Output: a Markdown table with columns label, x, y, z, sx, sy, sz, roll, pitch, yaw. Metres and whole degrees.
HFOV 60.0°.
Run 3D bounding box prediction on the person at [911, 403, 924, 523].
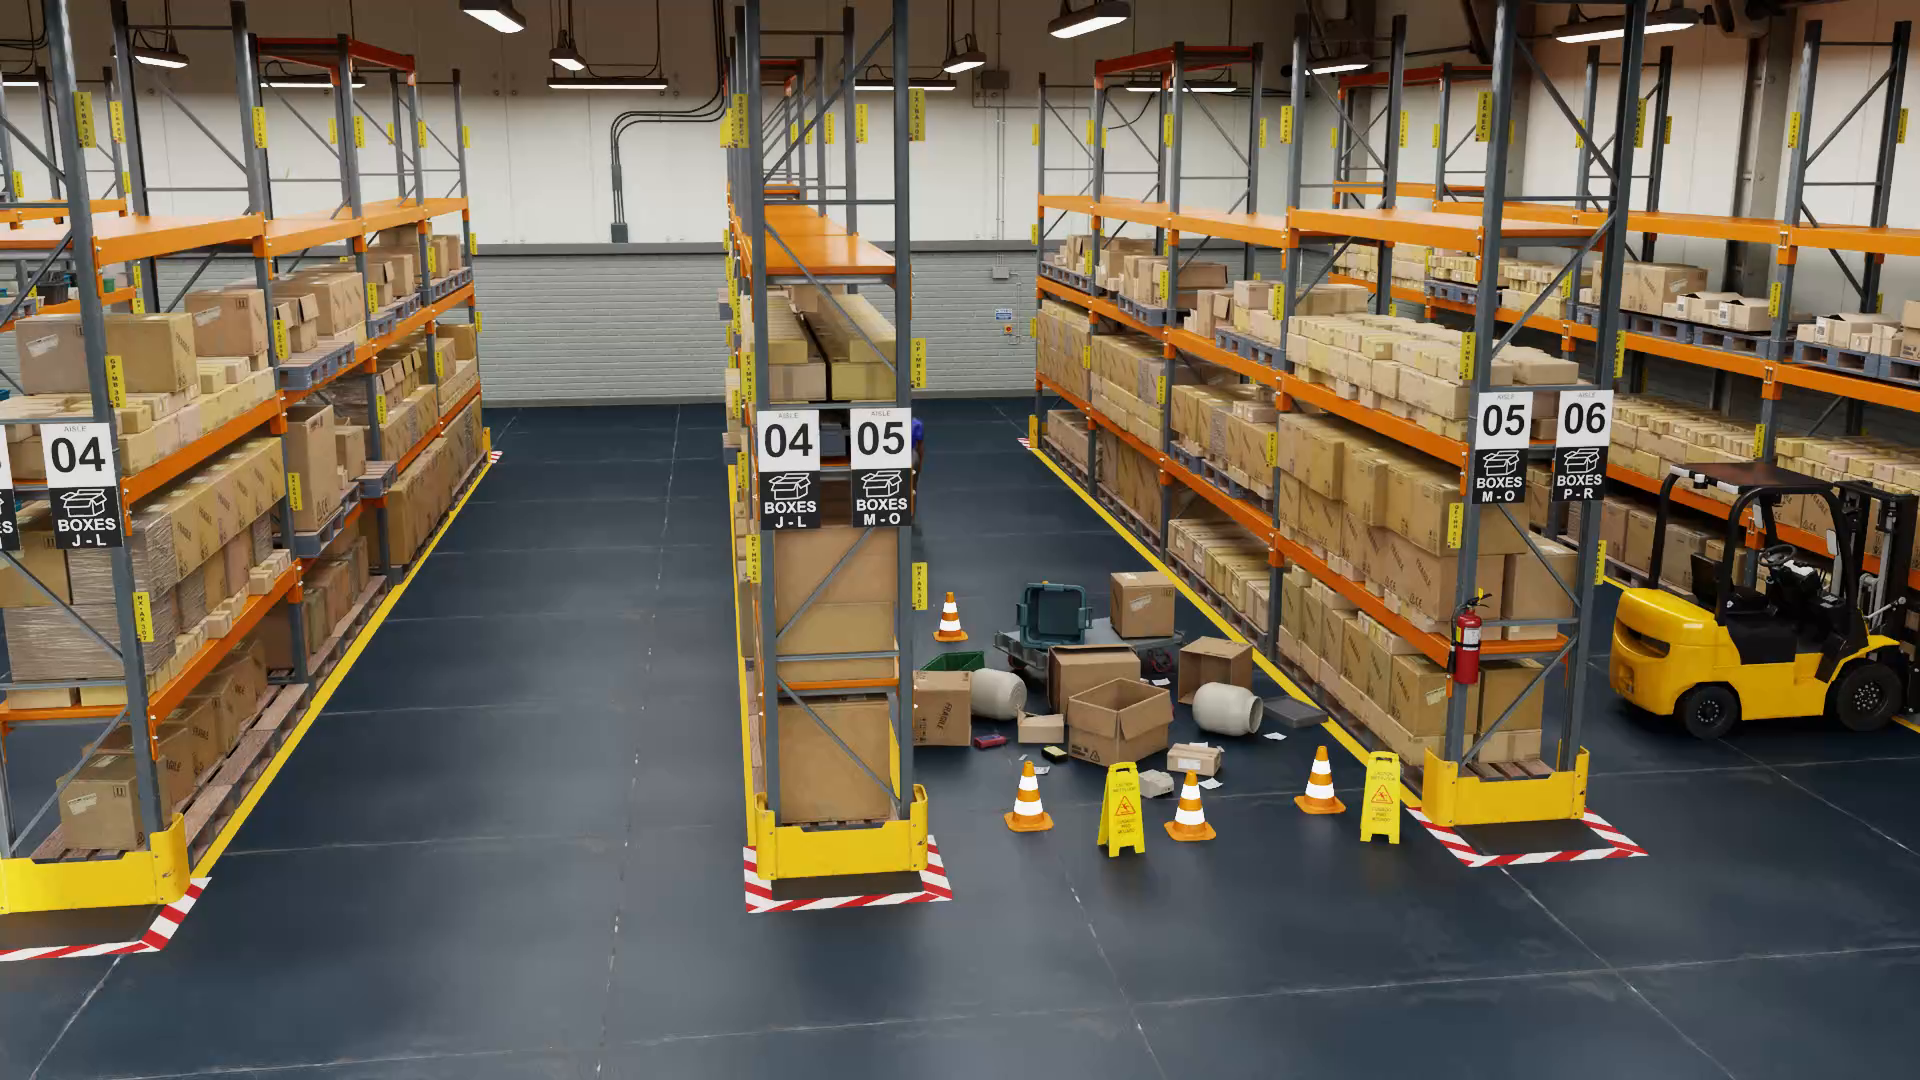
| label | x | y | z | sx | sy | sz | roll | pitch | yaw |
| --- | --- | --- | --- | --- | --- | --- | --- | --- | --- |
| person | -0.711 | -1.028 | 21.739 | 0.479 | 1.647 | 0.474 | -2 | 13 | -7 |
